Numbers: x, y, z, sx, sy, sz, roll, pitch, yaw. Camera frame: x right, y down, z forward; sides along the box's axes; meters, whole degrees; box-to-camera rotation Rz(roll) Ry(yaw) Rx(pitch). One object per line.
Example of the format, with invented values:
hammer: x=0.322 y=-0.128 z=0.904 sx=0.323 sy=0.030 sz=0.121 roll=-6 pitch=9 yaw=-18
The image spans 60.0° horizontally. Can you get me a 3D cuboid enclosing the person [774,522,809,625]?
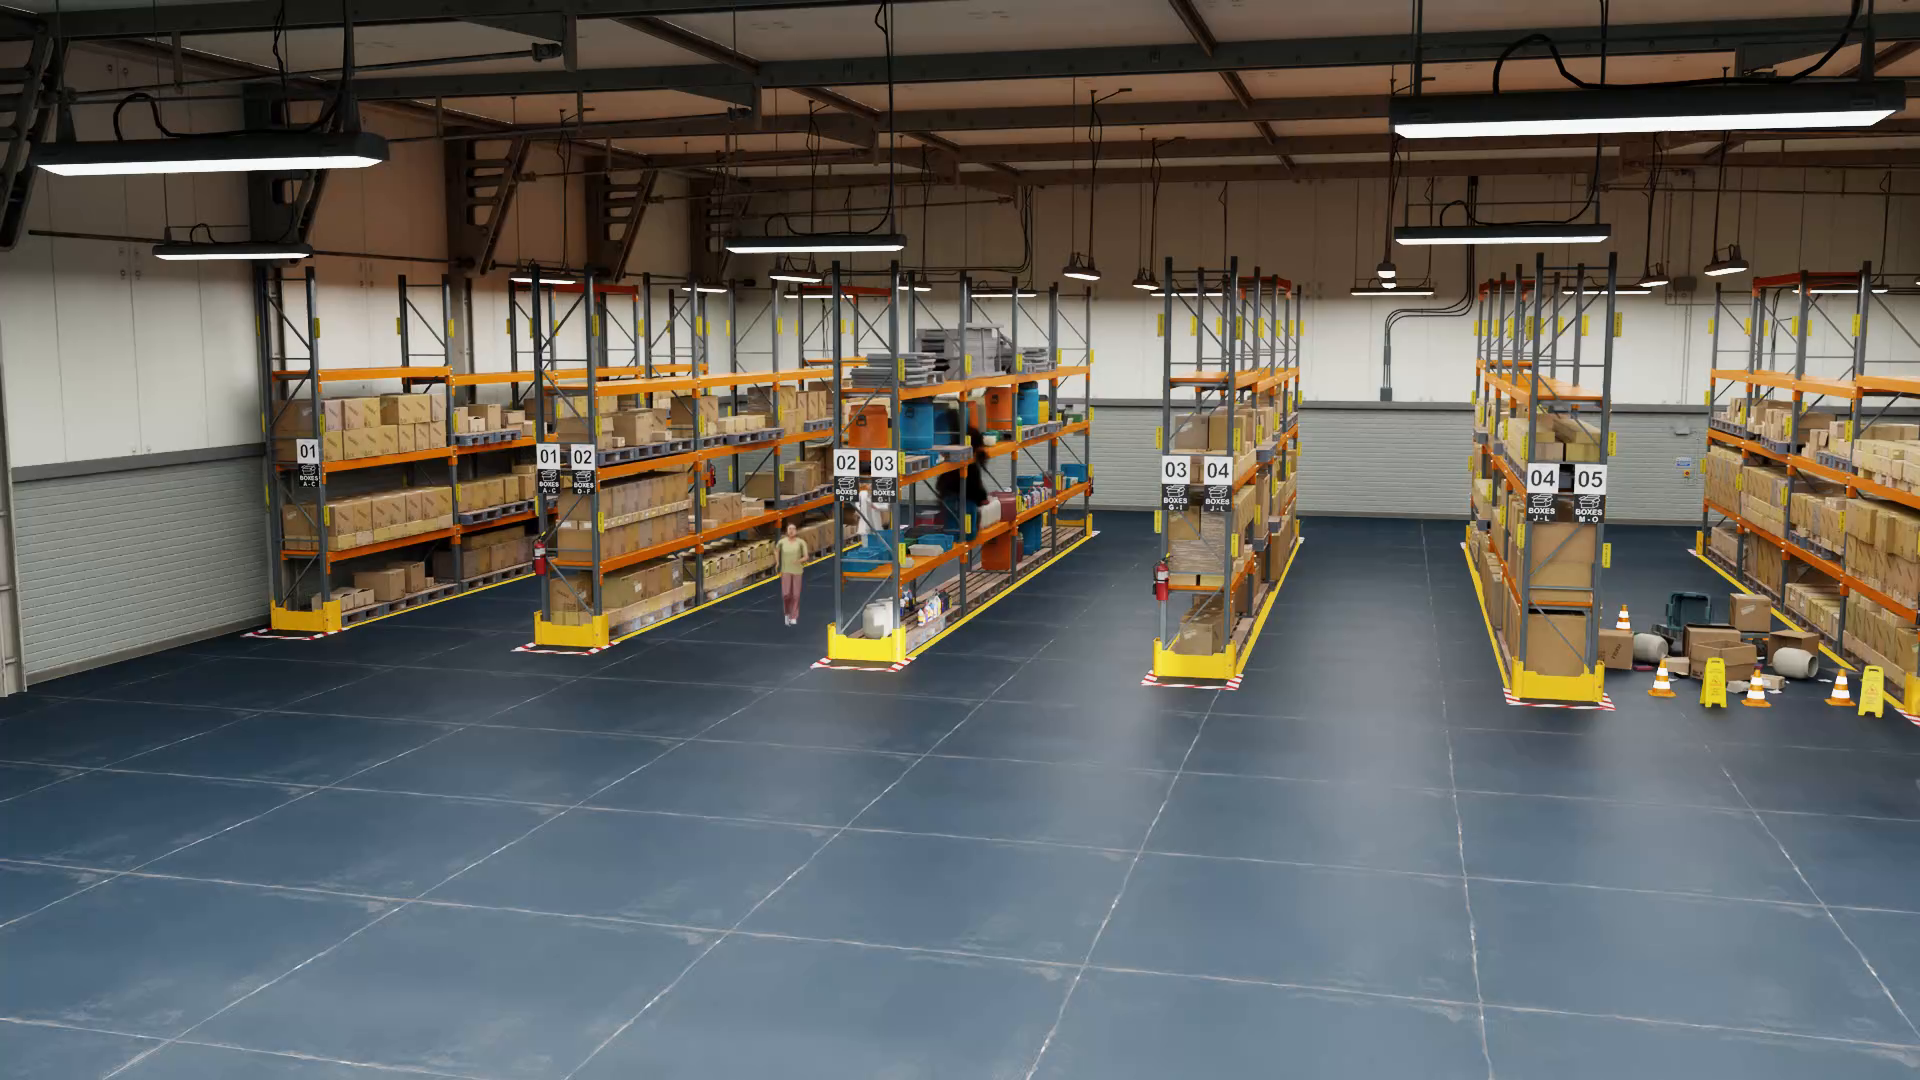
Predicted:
person: x=-2.680 y=0.543 z=26.433 sx=0.561 sy=1.658 sz=0.594 roll=-1 pitch=7 yaw=-4

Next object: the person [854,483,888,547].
person: x=-1.745 y=-0.302 z=32.480 sx=0.687 sy=1.820 sz=0.930 roll=0 pitch=7 yaw=2

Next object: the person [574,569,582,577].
person: x=-6.763 y=0.459 z=29.719 sx=0.518 sy=1.558 sz=0.548 roll=2 pitch=7 yaw=12
